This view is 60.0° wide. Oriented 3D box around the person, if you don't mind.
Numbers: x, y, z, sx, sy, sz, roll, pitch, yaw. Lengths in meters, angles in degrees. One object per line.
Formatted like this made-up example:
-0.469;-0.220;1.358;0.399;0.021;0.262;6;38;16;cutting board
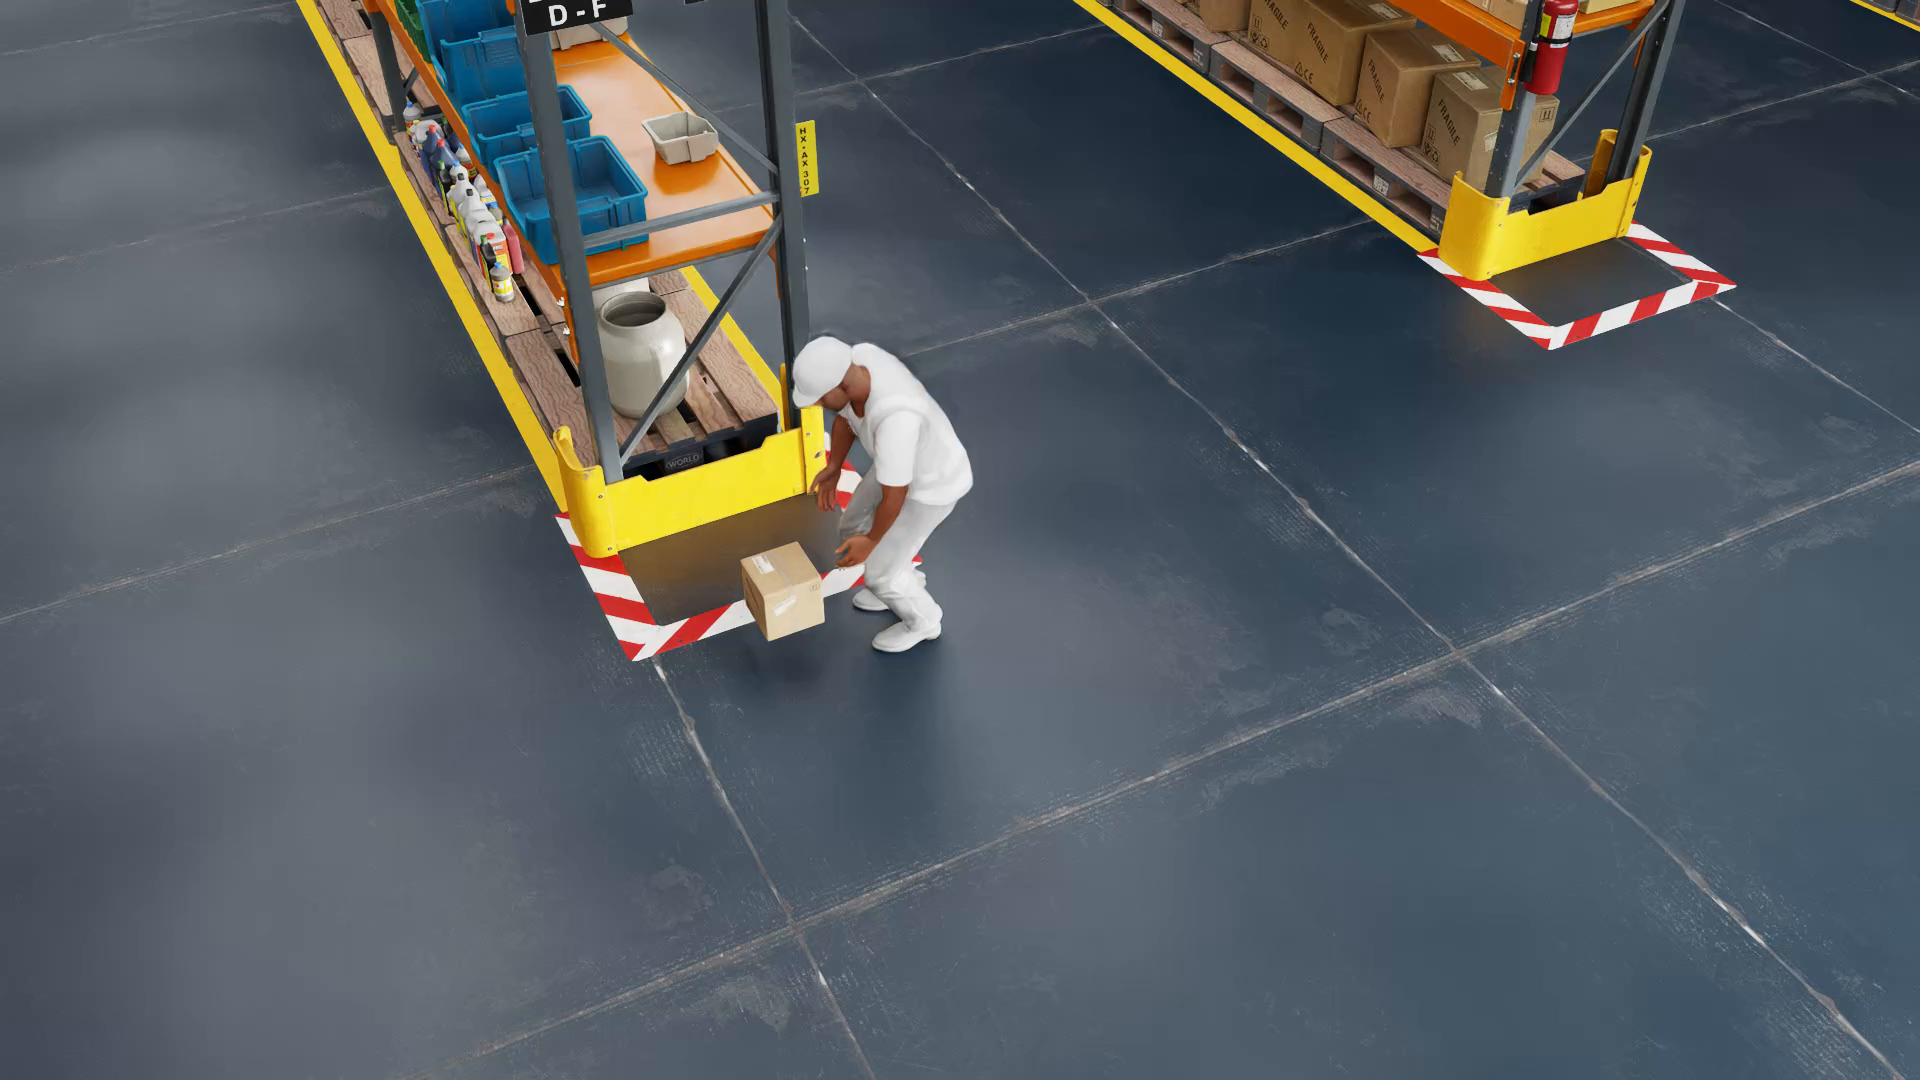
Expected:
-0.292;-0.199;6.559;0.687;1.517;0.627;-13;43;-15;person
